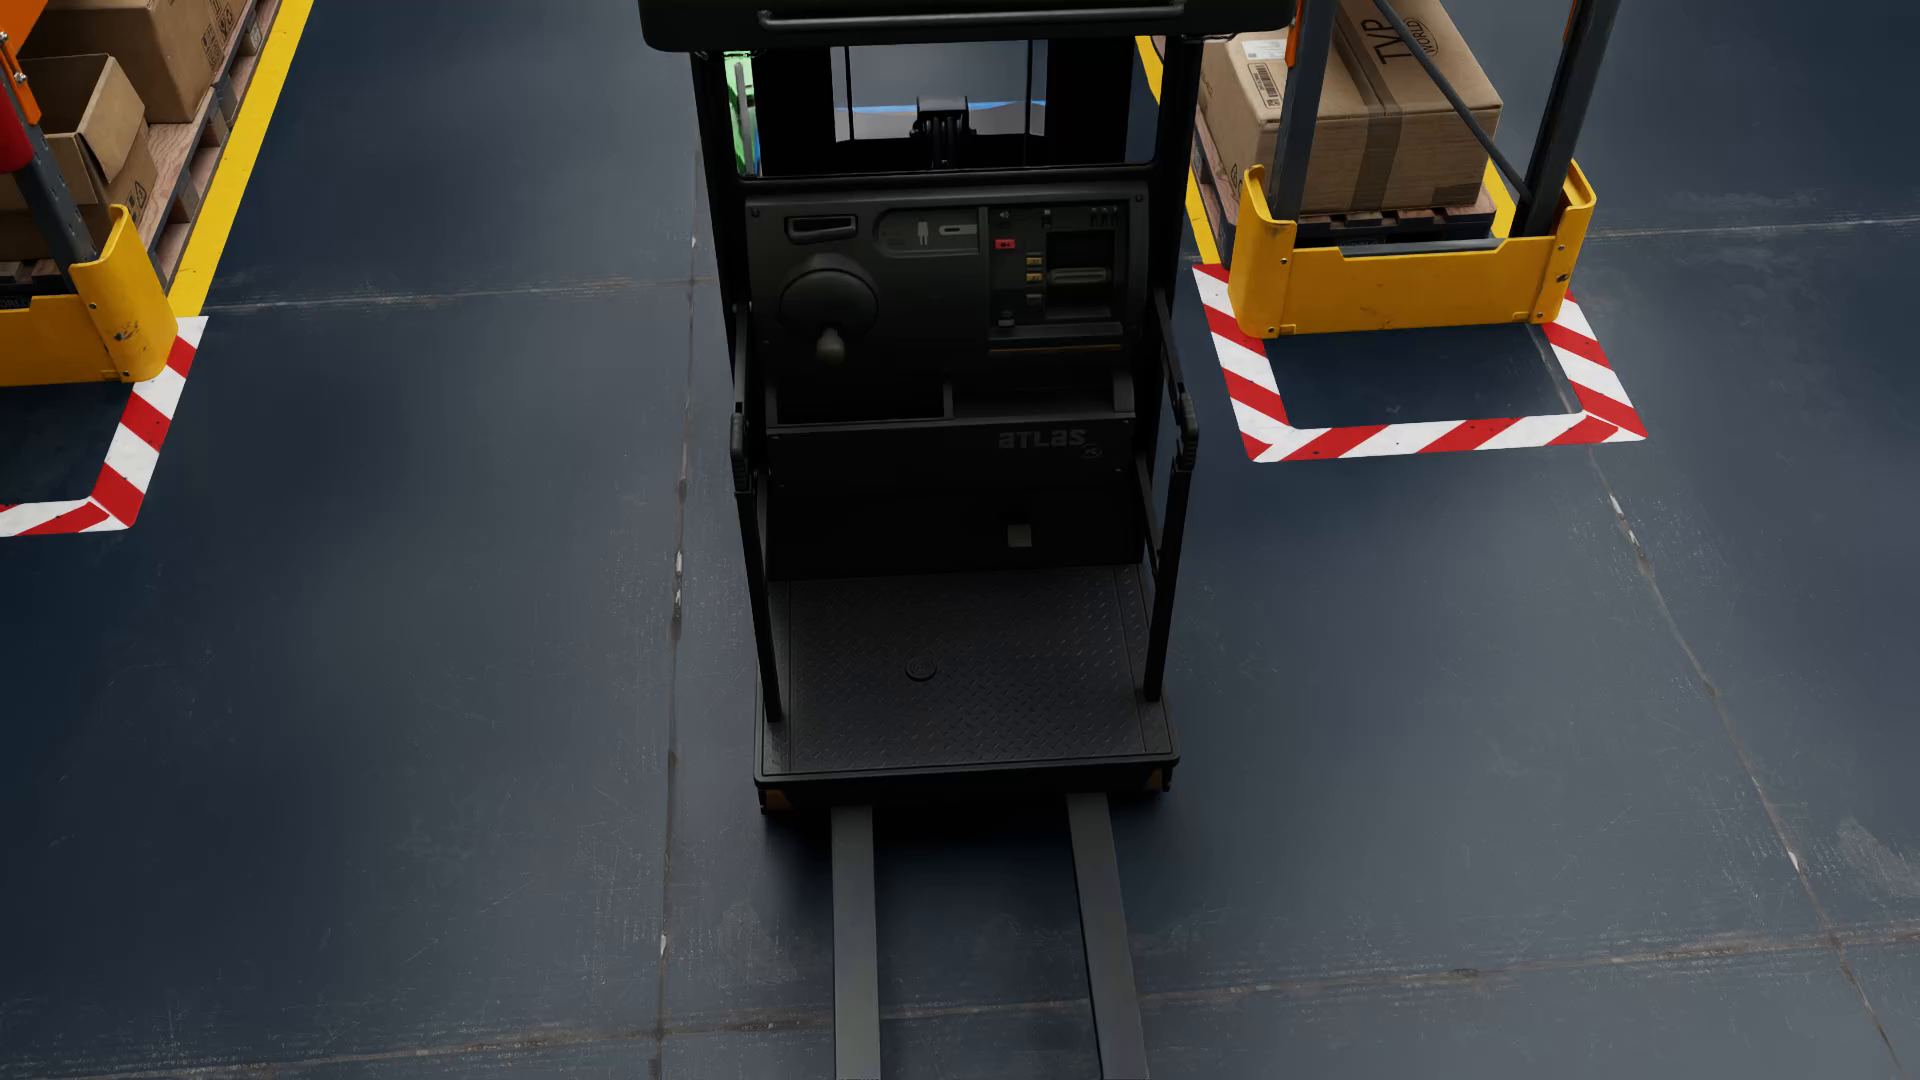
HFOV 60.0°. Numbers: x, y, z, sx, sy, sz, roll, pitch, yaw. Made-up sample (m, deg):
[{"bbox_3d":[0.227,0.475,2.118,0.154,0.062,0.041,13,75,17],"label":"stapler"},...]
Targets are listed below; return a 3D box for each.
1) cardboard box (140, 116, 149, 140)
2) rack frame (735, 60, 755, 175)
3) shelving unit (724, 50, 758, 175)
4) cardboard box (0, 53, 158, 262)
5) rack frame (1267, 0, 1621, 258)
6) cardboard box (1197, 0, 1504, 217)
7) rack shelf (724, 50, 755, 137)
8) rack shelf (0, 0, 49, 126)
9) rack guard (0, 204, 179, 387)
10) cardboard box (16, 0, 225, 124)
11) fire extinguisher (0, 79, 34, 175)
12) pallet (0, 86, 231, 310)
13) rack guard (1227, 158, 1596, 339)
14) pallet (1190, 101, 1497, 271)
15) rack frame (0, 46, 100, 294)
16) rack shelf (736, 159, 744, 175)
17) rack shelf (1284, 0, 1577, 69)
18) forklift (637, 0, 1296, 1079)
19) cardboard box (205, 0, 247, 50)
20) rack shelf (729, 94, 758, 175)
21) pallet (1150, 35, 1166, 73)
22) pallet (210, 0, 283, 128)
[{"bbox_3d":[-3.325,-1.540,6.316,0.380,0.149,0.250,-5,47,-5],"label":"cardboard box"},{"bbox_3d":[-0.553,-1.032,5.396,0.240,1.200,0.015,-15,48,-14],"label":"rack frame"},{"bbox_3d":[-0.638,-1.197,5.555,0.258,1.200,0.503,-15,48,-14],"label":"shelving unit"},{"bbox_3d":[-3.328,-1.352,5.894,0.797,0.503,0.637,-5,47,-5],"label":"cardboard box"},{"bbox_3d":[1.574,-1.922,5.004,1.000,3.000,0.127,-3,47,-3],"label":"rack frame"},{"bbox_3d":[1.420,-1.657,6.228,0.875,0.438,0.875,-5,47,-5],"label":"cardboard box"},{"bbox_3d":[-0.639,-1.485,5.255,0.258,0.148,0.480,-15,48,-14],"label":"rack shelf"},{"bbox_3d":[-3.539,-2.817,6.348,1.077,0.370,4.000,-3,47,-3],"label":"rack shelf"},{"bbox_3d":[-3.378,-0.813,5.676,1.175,0.500,0.348,-3,47,-3],"label":"rack guard"},{"bbox_3d":[-3.361,-1.971,6.484,0.700,0.500,0.500,-2,47,-2],"label":"cardboard box"},{"bbox_3d":[-2.899,-1.384,4.805,0.296,0.674,0.183,-3,47,-3],"label":"fire extinguisher"},{"bbox_3d":[-3.446,-1.290,6.327,1.003,0.211,1.213,-3,47,-3],"label":"pallet"},{"bbox_3d":[1.576,-1.045,5.895,1.175,0.500,0.348,-3,47,-3],"label":"rack guard"},{"bbox_3d":[1.430,-1.537,6.560,1.003,0.211,1.213,-3,47,-3],"label":"pallet"},{"bbox_3d":[-3.372,-1.617,4.716,1.000,3.000,0.127,-3,47,-3],"label":"rack frame"},{"bbox_3d":[-0.638,-1.153,5.601,0.258,0.148,0.480,-15,48,-14],"label":"rack shelf"},{"bbox_3d":[1.407,-3.122,6.636,1.077,0.370,4.000,-3,47,-3],"label":"rack shelf"},{"bbox_3d":[-0.009,-0.524,3.727,1.130,2.935,3.031,-3,47,-3],"label":"forklift"},{"bbox_3d":[-3.306,-2.360,6.852,0.500,0.500,0.500,-3,47,-3],"label":"cardboard box"},{"bbox_3d":[-0.638,-1.319,5.428,0.258,0.148,0.480,-15,48,-14],"label":"rack shelf"},{"bbox_3d":[1.331,-2.417,7.394,1.003,0.211,1.213,-3,47,-3],"label":"pallet"},{"bbox_3d":[-3.545,-2.171,7.161,1.003,0.211,1.213,-3,47,-3],"label":"pallet"}]
